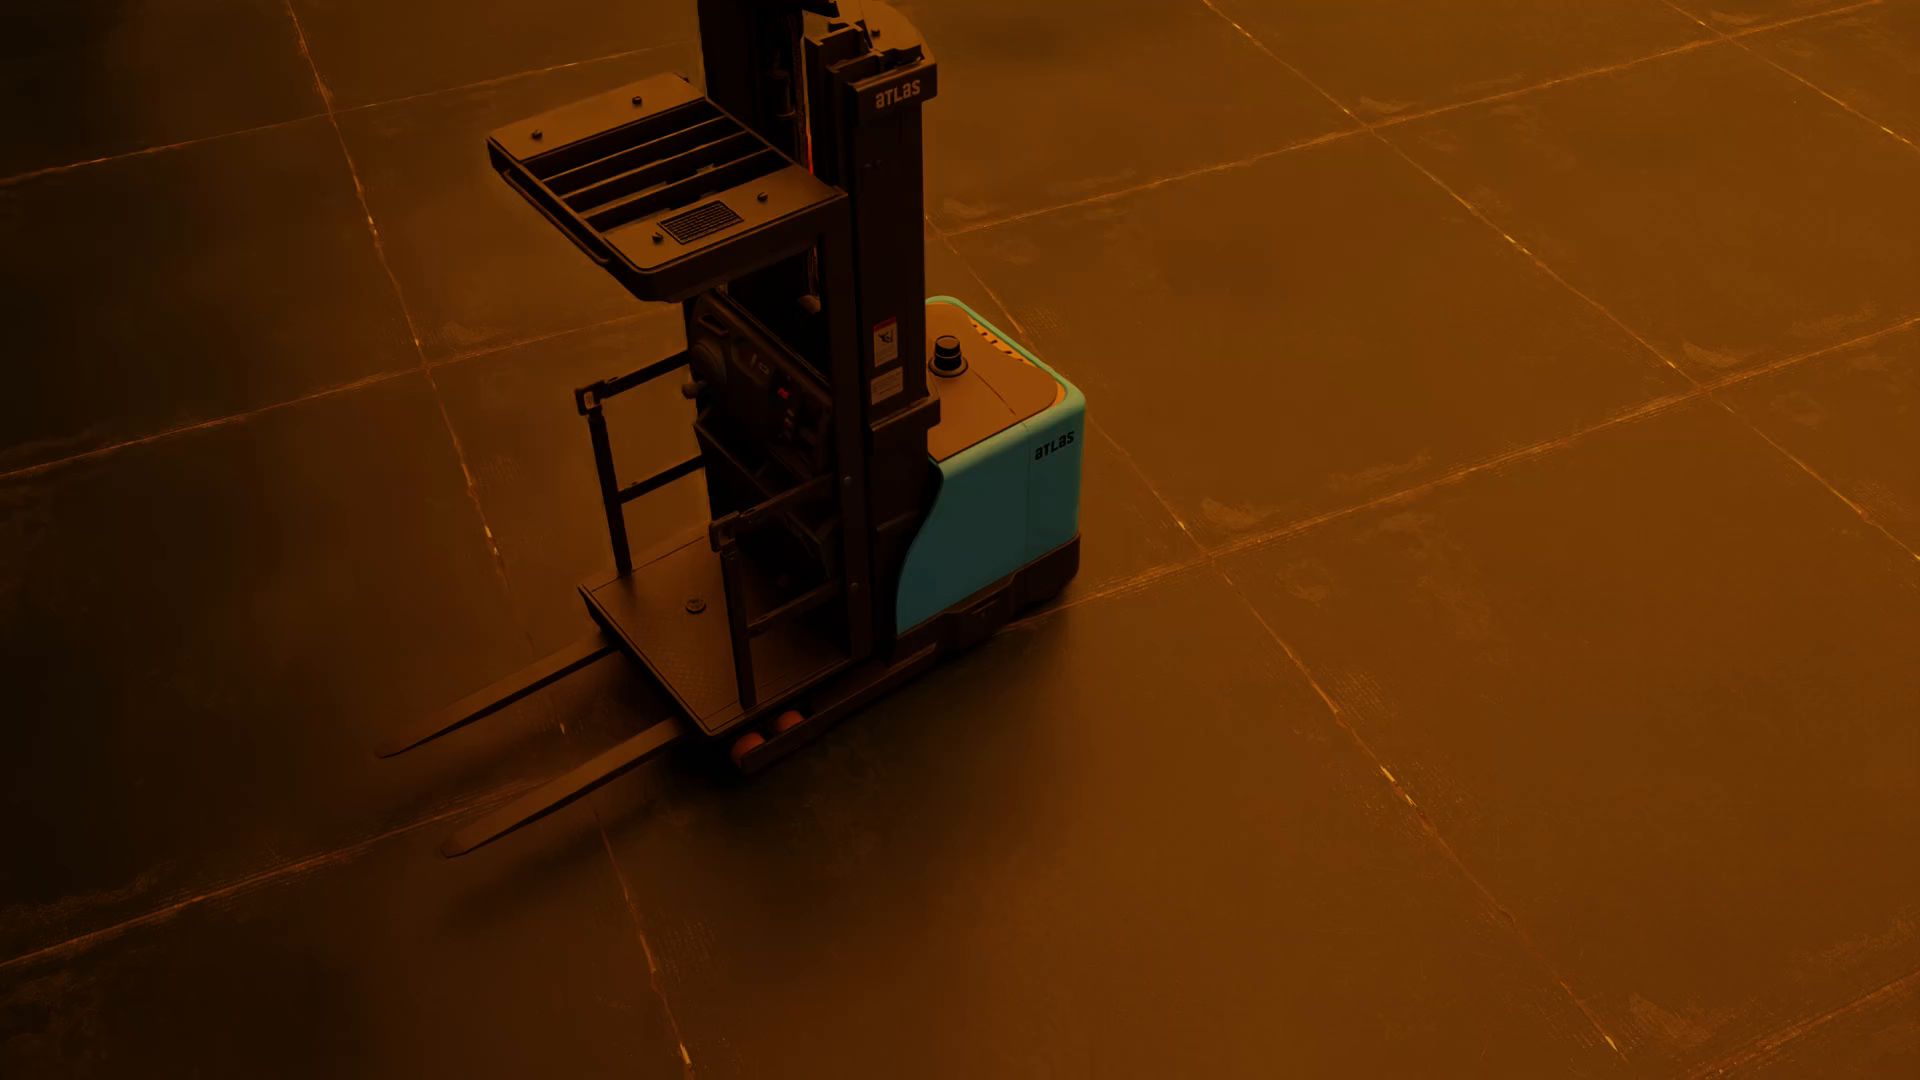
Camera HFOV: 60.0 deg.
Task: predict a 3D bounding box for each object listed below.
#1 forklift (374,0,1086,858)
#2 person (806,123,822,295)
[{"bbox_3d":[-0.934,-0.531,6.249,3.031,2.935,1.130,-28,50,-27],"label":"forklift"},{"bbox_3d":[-0.654,-1.415,8.266,0.722,1.518,0.698,30,51,28],"label":"person"}]
